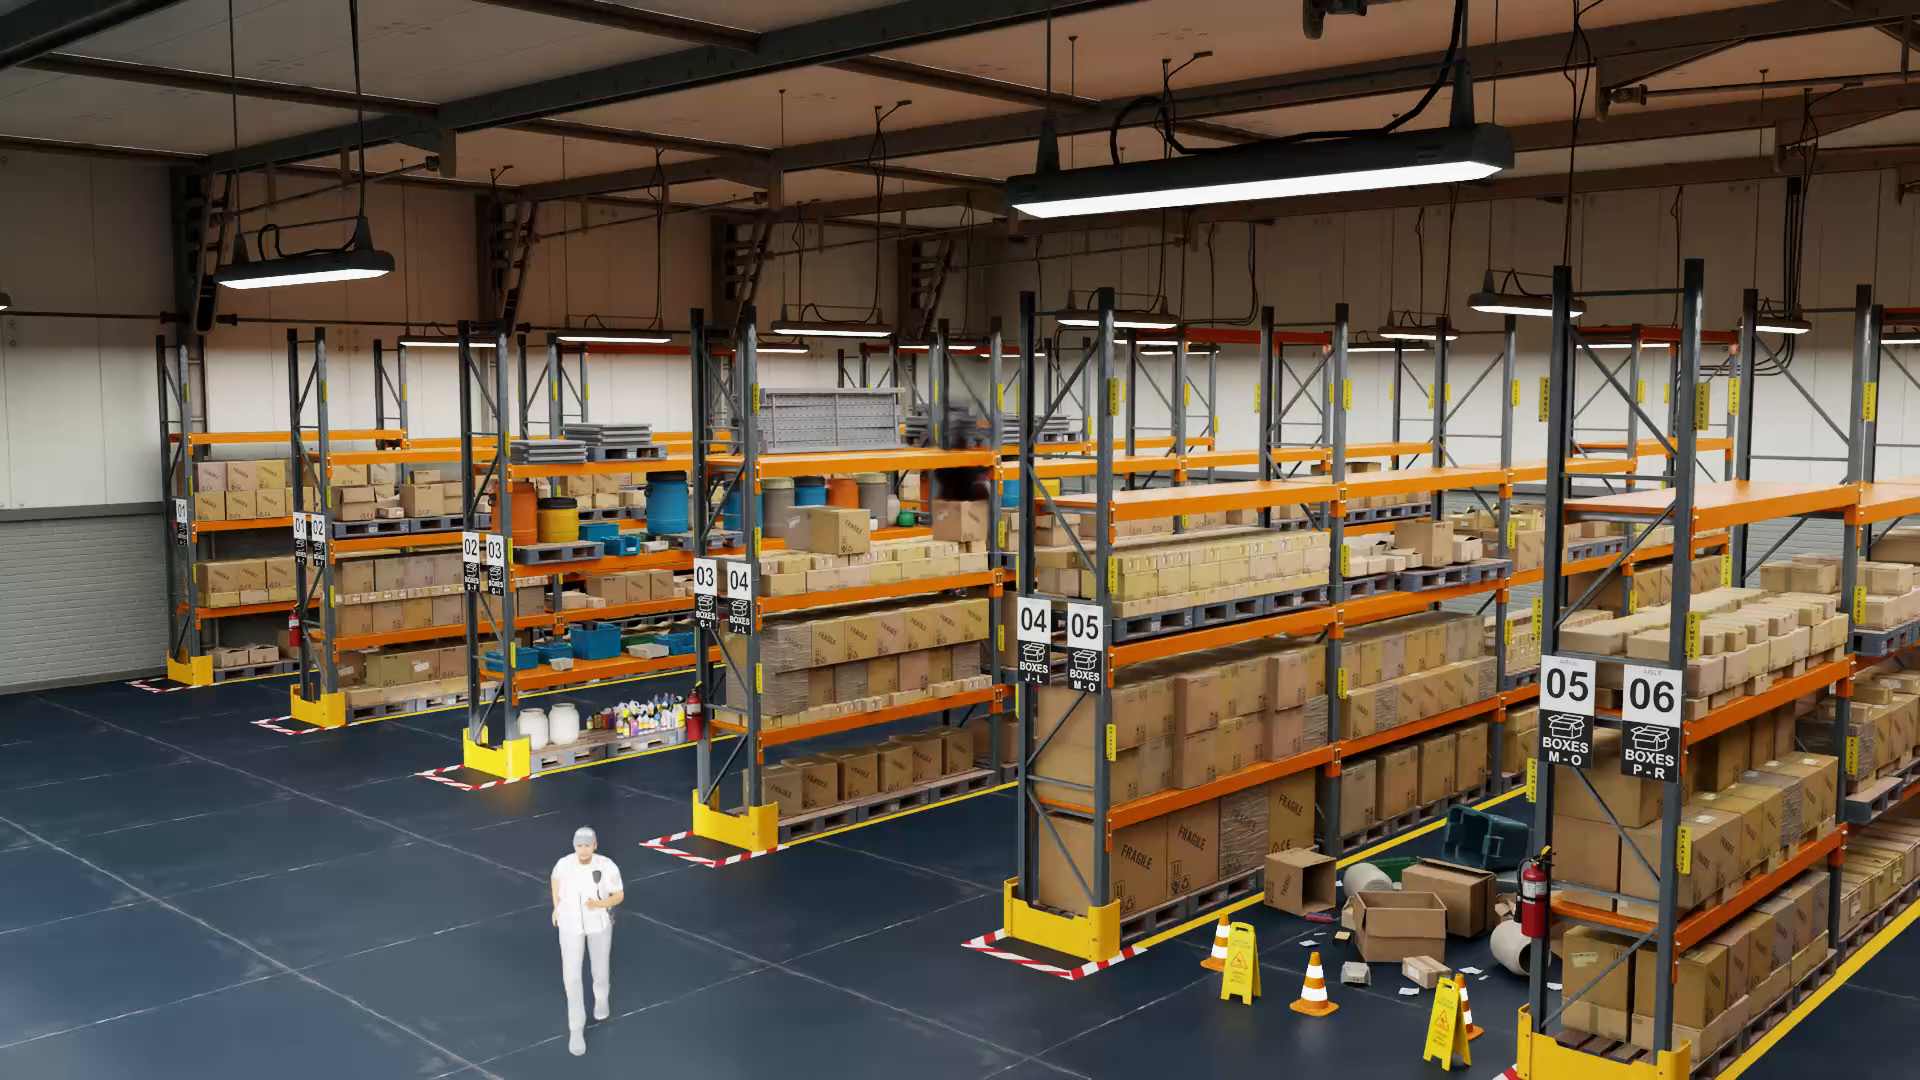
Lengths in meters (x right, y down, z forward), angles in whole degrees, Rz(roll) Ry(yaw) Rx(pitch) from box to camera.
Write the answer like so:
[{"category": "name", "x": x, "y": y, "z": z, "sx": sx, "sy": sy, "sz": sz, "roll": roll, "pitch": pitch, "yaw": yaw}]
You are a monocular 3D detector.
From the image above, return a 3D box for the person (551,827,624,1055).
[{"category": "person", "x": -2.946, "y": 3.097, "z": 13.169, "sx": 0.580, "sy": 1.703, "sz": 0.838, "roll": -1, "pitch": 5, "yaw": -9}]

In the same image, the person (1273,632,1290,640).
[{"category": "person", "x": 4.488, "y": 2.115, "z": 23.581, "sx": 0.542, "sy": 1.733, "sz": 0.705, "roll": 3, "pitch": 6, "yaw": 33}]
